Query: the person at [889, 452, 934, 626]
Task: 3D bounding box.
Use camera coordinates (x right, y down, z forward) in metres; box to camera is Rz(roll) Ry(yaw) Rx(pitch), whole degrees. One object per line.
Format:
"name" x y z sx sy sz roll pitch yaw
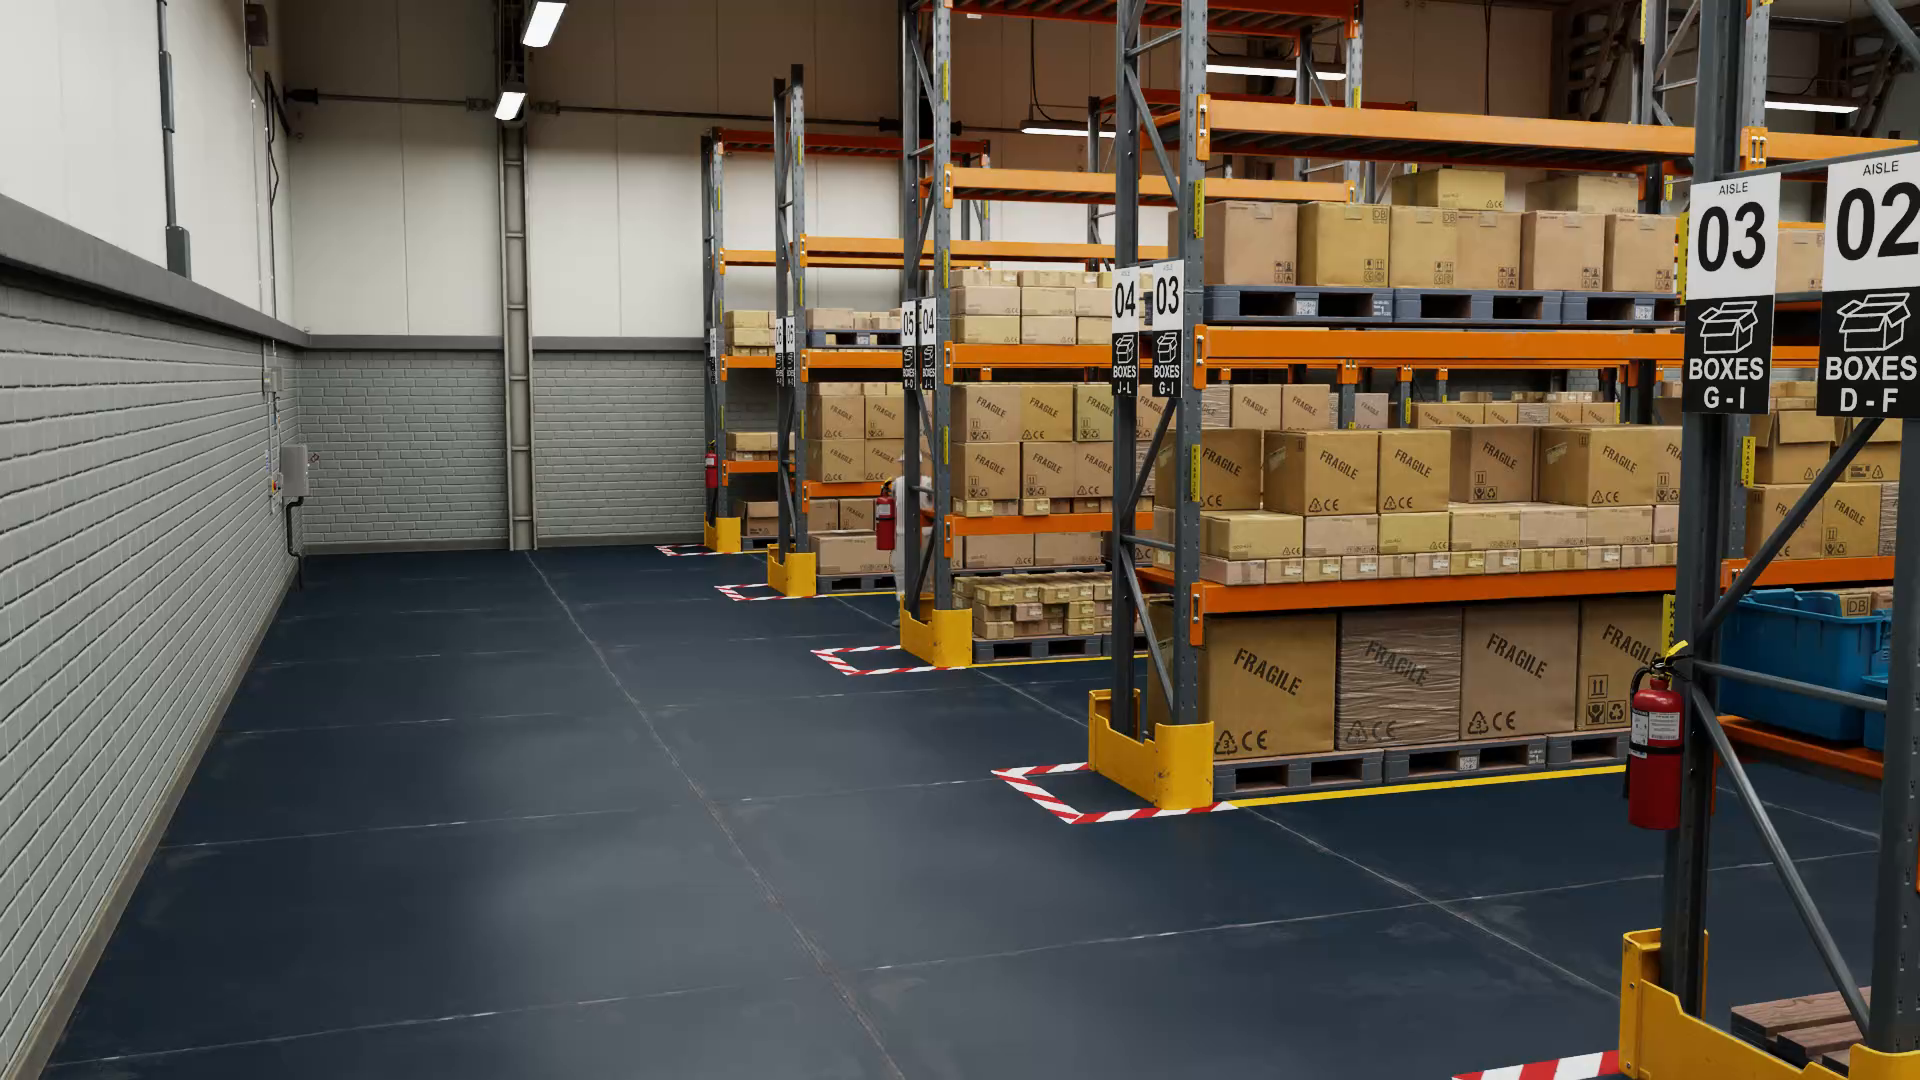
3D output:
"person" -0.467 -0.025 16.909 0.540 1.786 0.581 1 6 9
